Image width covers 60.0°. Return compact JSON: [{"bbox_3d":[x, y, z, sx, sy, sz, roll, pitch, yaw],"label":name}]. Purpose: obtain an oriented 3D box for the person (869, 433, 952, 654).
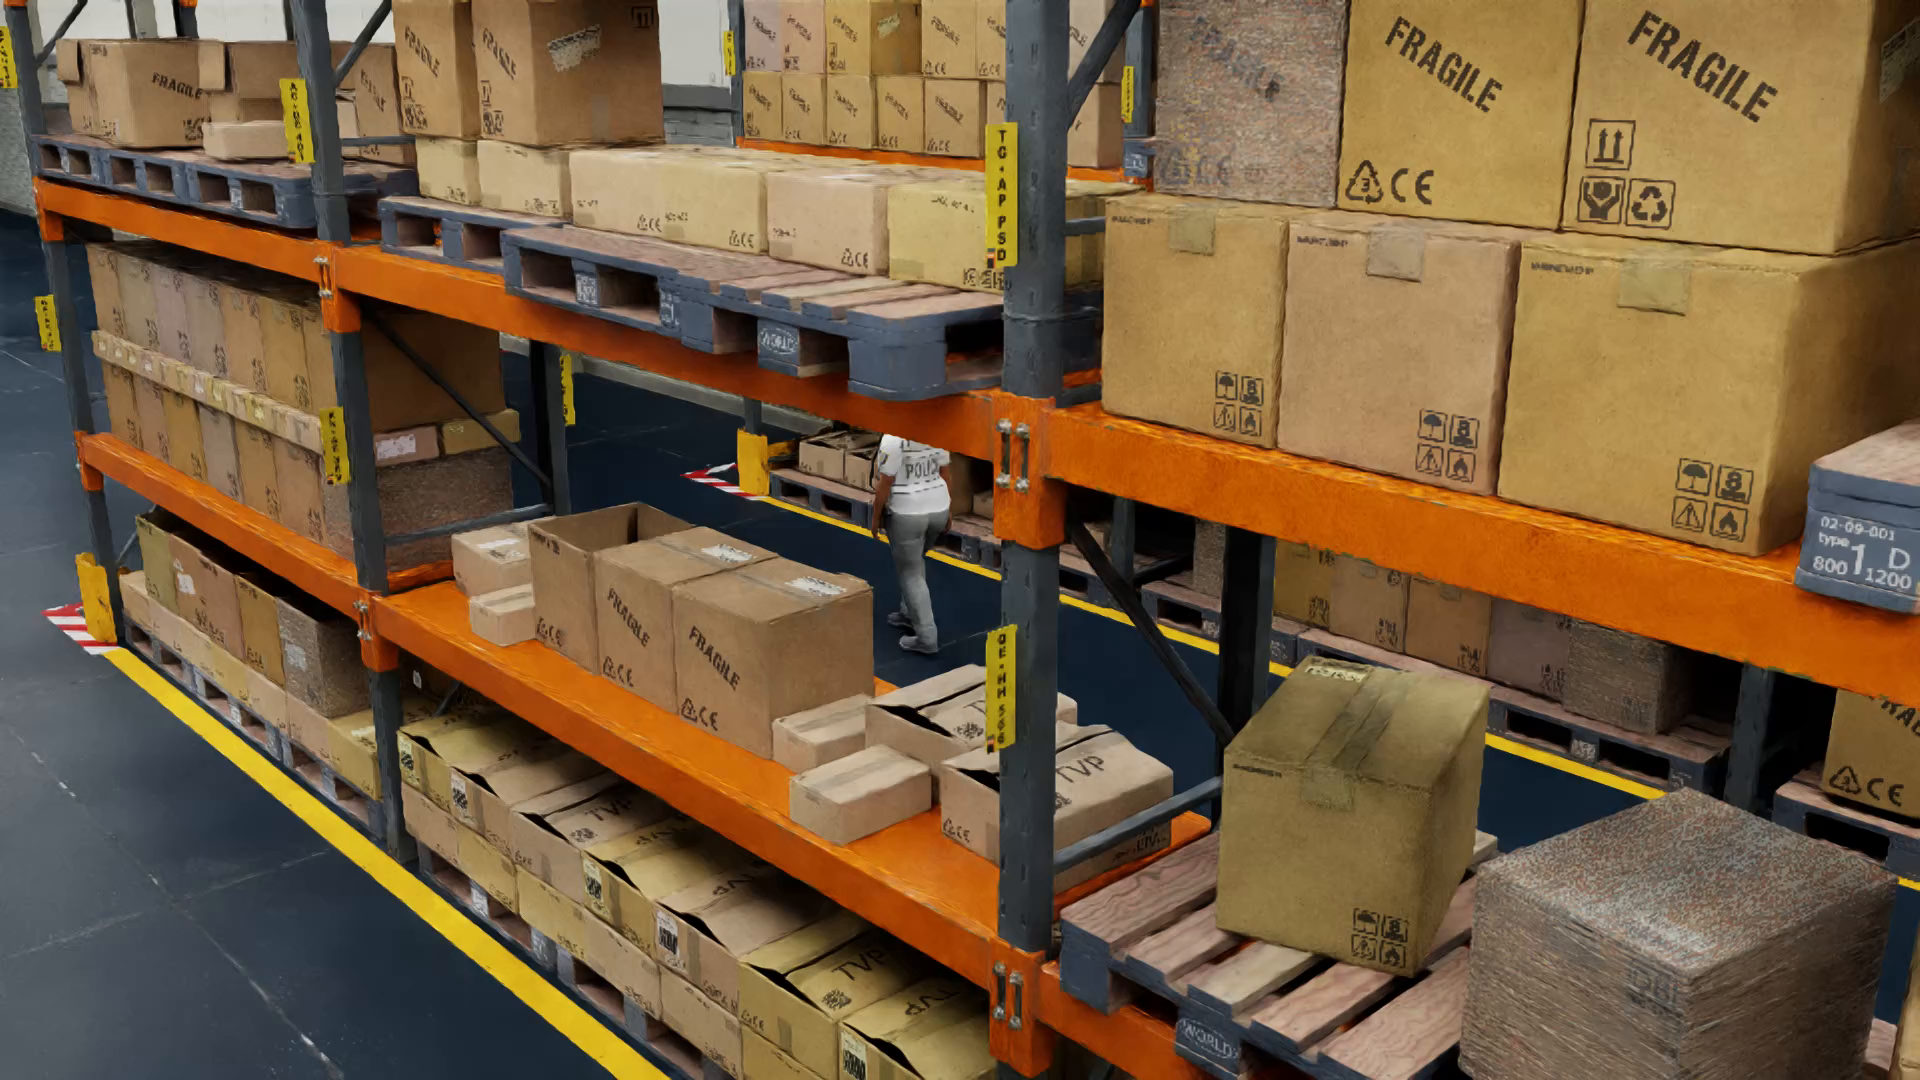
[{"bbox_3d":[-0.347,-0.169,10.037,0.489,1.655,0.667,-17,24,-42],"label":"person"}]
